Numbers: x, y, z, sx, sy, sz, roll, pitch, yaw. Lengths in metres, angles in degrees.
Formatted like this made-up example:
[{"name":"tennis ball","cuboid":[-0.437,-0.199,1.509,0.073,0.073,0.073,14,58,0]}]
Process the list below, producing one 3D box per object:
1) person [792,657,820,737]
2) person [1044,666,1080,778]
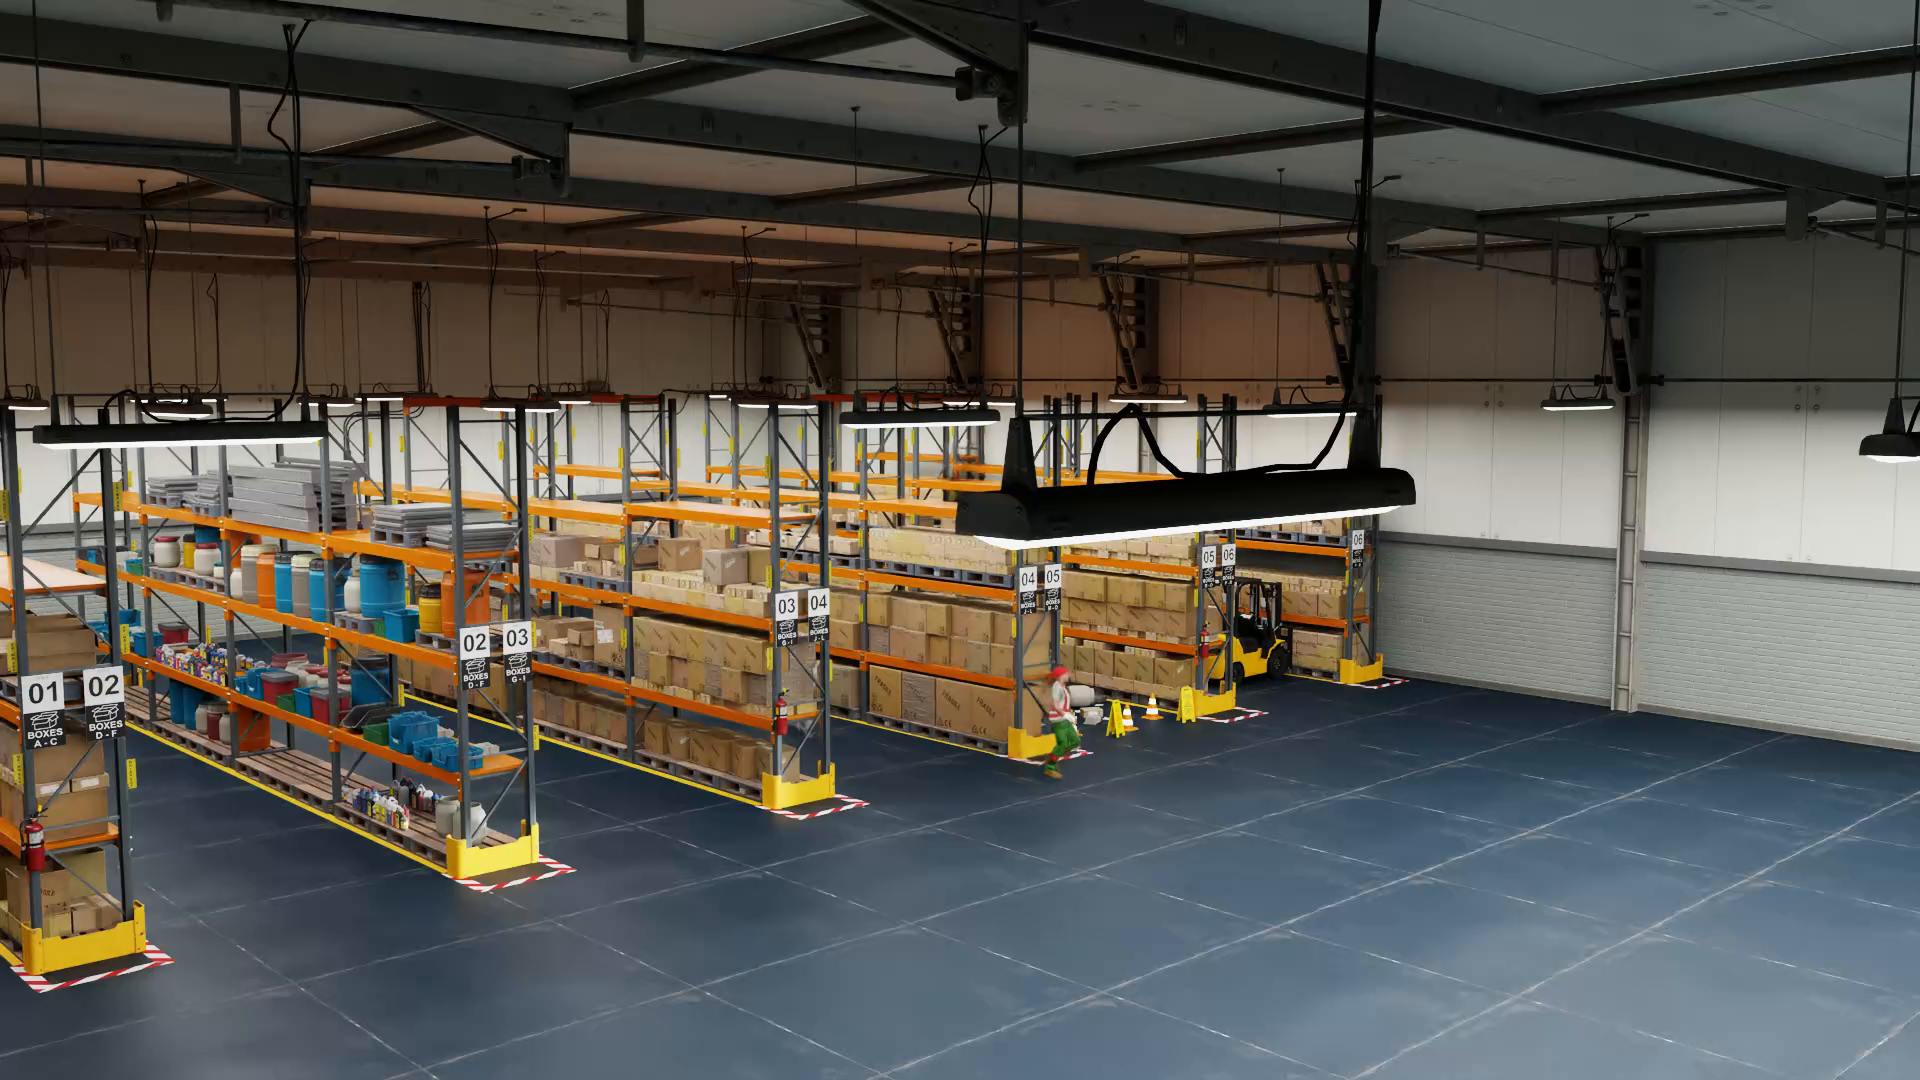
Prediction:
[{"name":"person","cuboid":[-2.750,2.654,29.709,0.754,1.738,0.574,5,7,42]},{"name":"person","cuboid":[1.655,2.899,26.689,0.540,1.727,0.719,1,6,12]}]
